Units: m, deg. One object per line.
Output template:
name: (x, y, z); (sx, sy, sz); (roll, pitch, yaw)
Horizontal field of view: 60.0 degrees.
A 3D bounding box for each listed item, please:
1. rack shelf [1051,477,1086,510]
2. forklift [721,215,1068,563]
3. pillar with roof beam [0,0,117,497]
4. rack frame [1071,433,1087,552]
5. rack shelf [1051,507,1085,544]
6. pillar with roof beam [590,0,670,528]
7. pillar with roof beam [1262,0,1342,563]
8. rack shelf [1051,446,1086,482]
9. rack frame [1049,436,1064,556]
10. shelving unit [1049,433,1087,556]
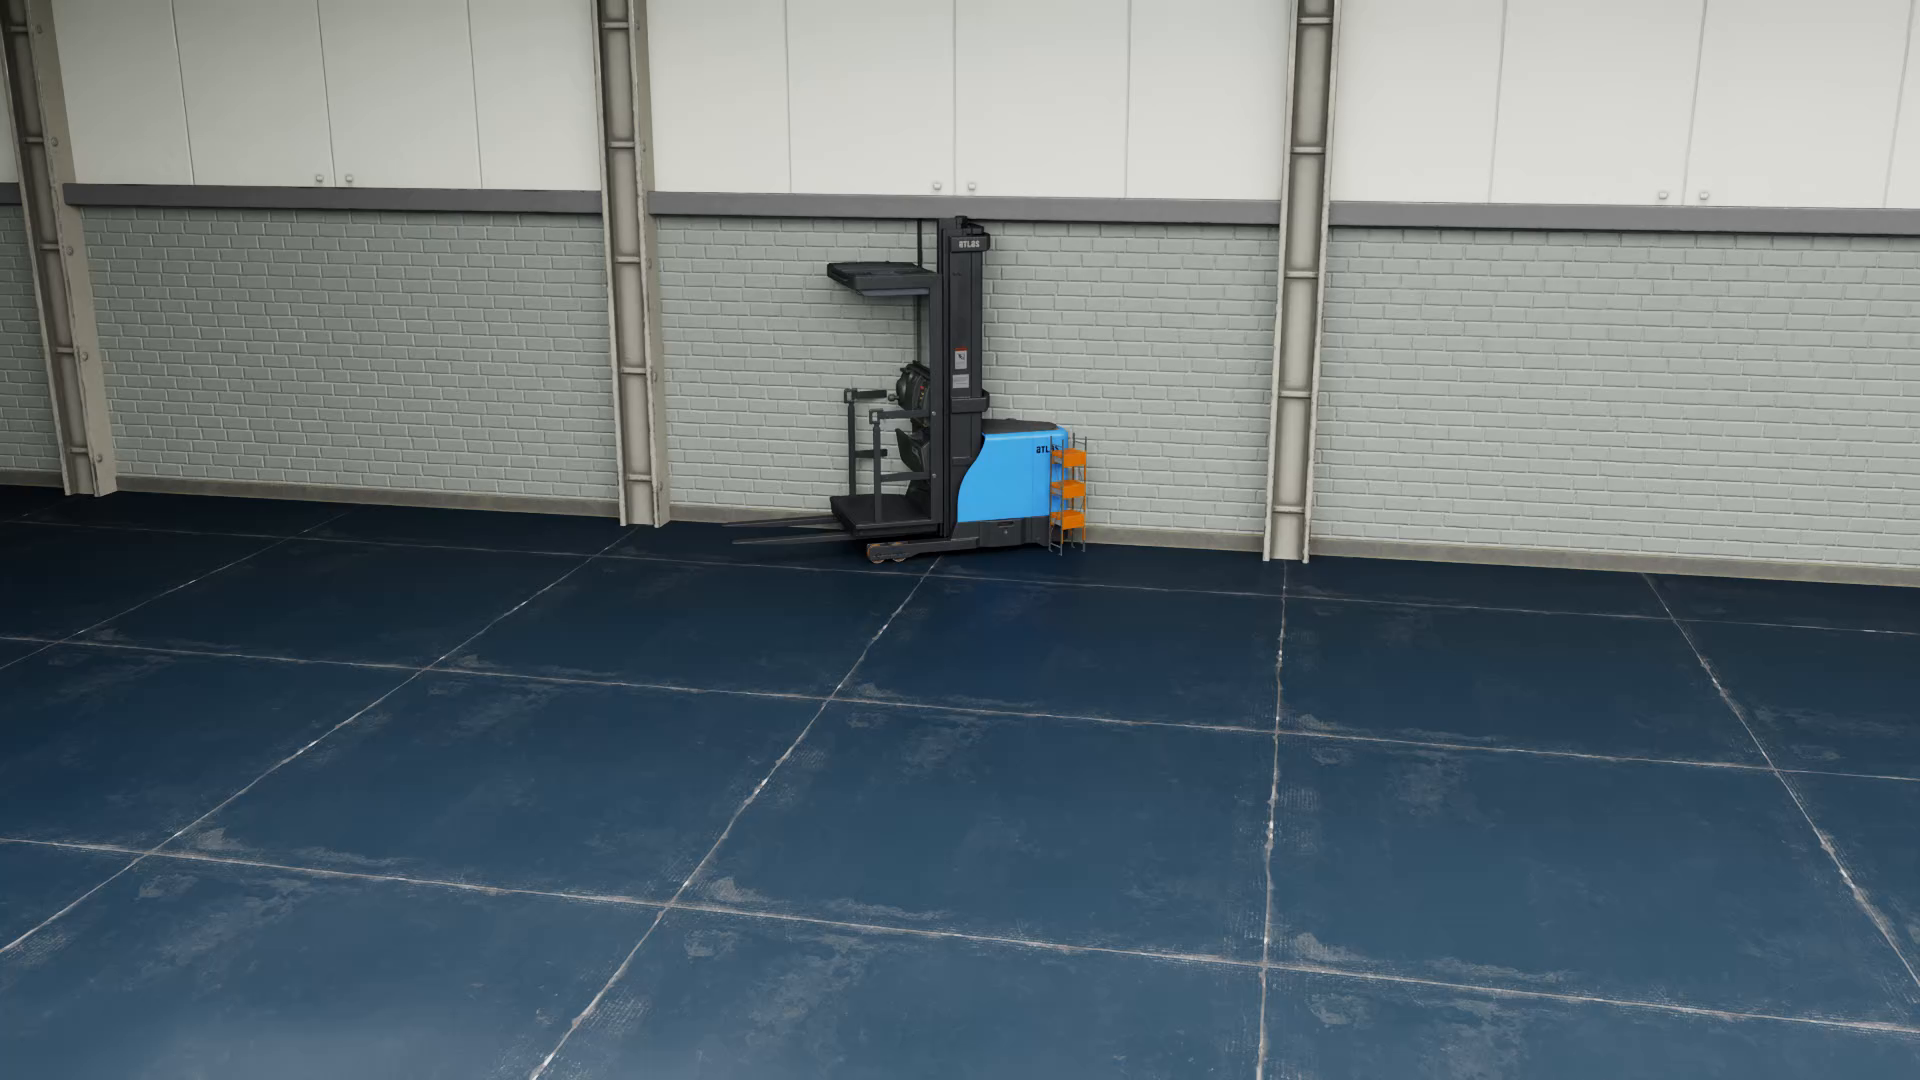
rack shelf: (0.954, -0.397, 14.756); (0.240, 0.259, 0.215); (-9, 18, -30)
forklift: (-0.598, -1.366, 14.690); (3.031, 2.935, 1.130); (-4, 16, -16)
pillar with roof beam: (-9.735, -3.698, 11.744); (0.400, 9.000, 9.100); (3, 16, 11)
rack frame: (1.059, -0.424, 14.814); (0.008, 1.050, 0.200); (-9, 18, -30)
rack shelf: (0.954, -0.129, 14.830); (0.240, 0.259, 0.215); (-9, 18, -30)
pillar with roof beam: (-3.856, -3.379, 10.591); (0.400, 9.000, 9.100); (3, 16, 11)
pillar with roof beam: (2.024, -3.060, 9.439); (0.400, 9.000, 9.100); (3, 16, 11)
rack shelf: (0.954, -0.670, 14.681); (0.240, 0.259, 0.215); (-9, 18, -30)
rack frame: (0.850, -0.390, 14.693); (0.008, 1.050, 0.200); (-9, 18, -30)
shelving unit: (0.954, -0.407, 14.753); (0.252, 1.050, 0.215); (-9, 18, -30)
